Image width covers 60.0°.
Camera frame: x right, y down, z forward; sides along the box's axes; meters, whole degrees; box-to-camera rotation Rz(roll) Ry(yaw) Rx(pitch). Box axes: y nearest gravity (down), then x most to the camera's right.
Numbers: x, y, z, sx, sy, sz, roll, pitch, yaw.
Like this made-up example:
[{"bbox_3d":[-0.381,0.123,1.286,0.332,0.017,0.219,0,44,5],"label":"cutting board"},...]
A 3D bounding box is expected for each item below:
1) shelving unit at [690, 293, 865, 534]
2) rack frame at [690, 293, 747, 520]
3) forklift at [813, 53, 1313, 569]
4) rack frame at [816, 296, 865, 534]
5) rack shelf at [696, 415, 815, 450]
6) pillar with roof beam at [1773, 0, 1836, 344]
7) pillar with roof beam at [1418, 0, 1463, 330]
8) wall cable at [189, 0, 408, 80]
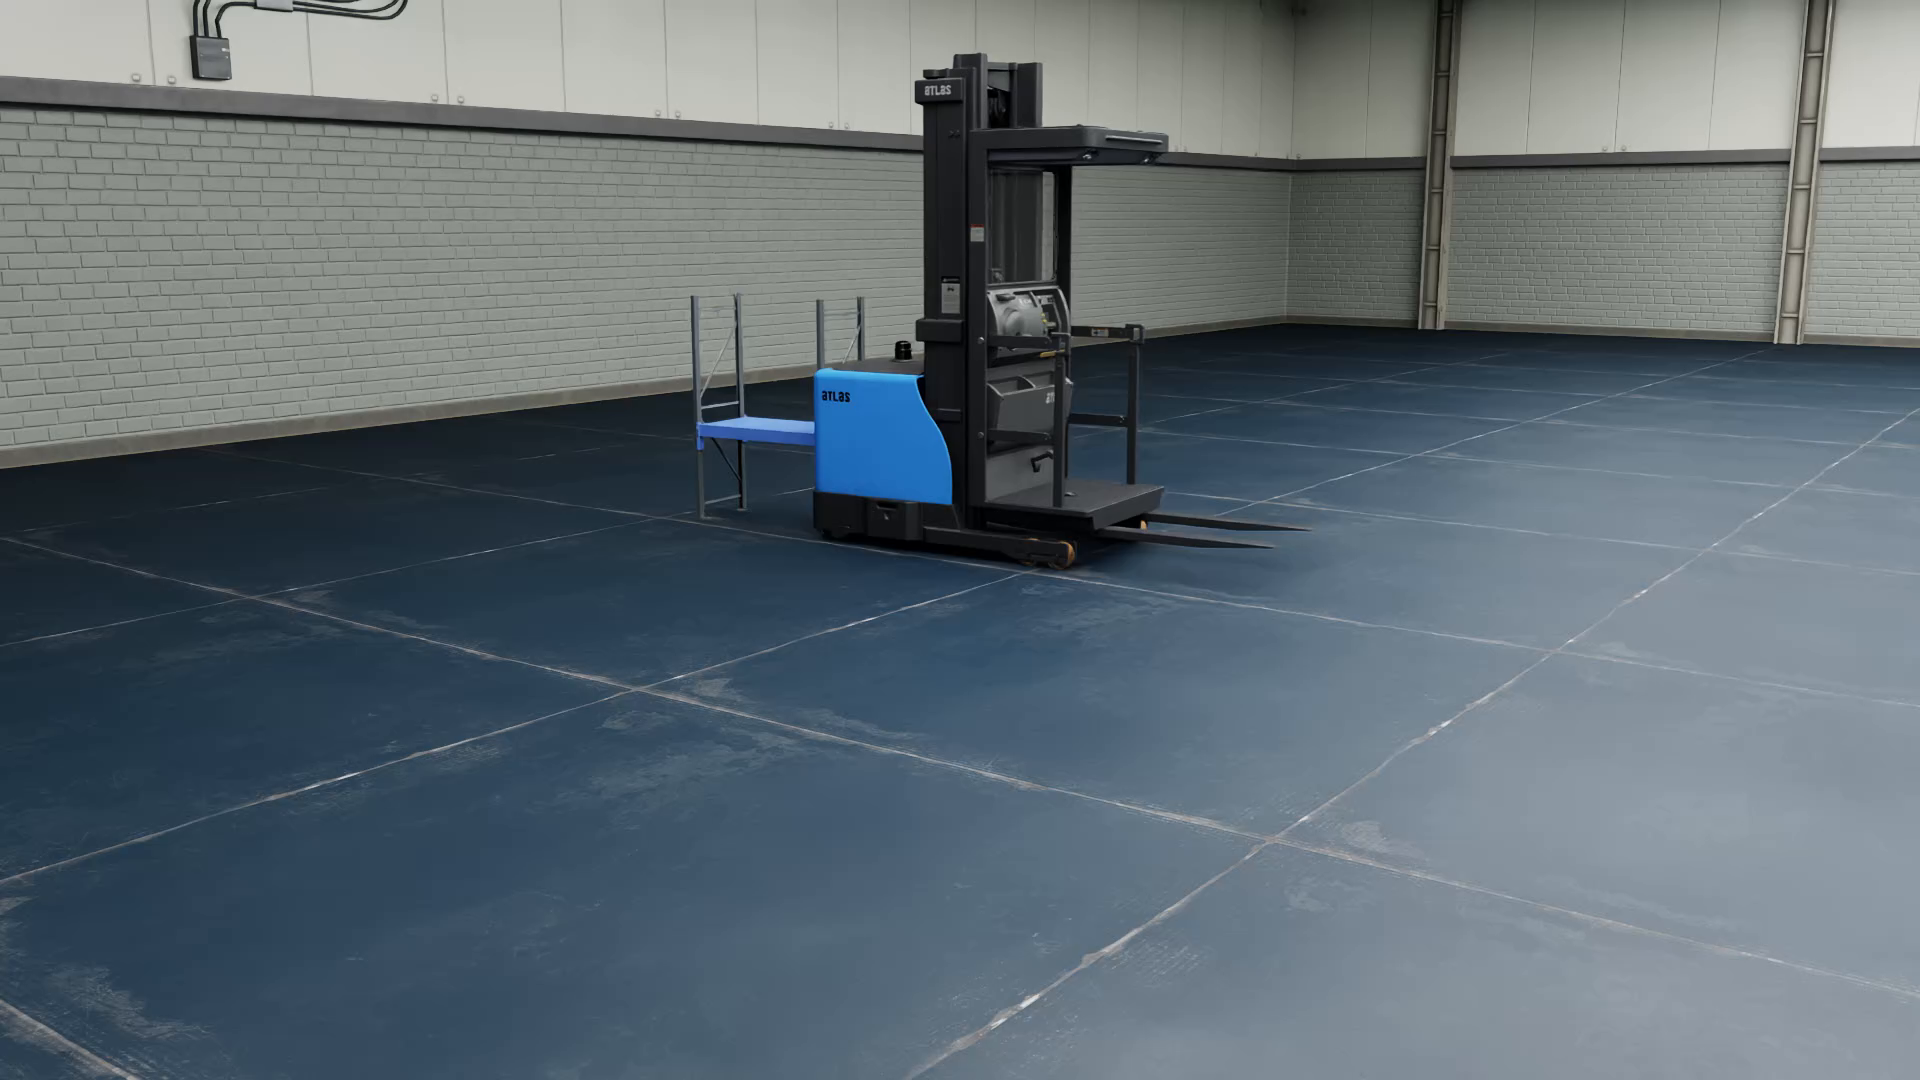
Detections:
[{"bbox_3d":[-1.201,-0.864,11.049,1.048,1.500,0.538,6,13,30],"label":"shelving unit"},{"bbox_3d":[-1.637,-0.914,11.306,0.032,1.500,0.500,6,13,30],"label":"rack frame"},{"bbox_3d":[0.597,-1.383,9.962,3.031,2.935,1.130,6,13,30],"label":"forklift"},{"bbox_3d":[-0.764,-0.815,10.793,0.032,1.500,0.500,6,13,30],"label":"rack frame"},{"bbox_3d":[-1.201,-0.688,11.083,1.000,0.185,0.538,6,13,30],"label":"rack shelf"},{"bbox_3d":[10.960,-6.968,22.854,0.400,9.000,9.100,8,13,36],"label":"pillar with roof beam"},{"bbox_3d":[6.124,-7.642,26.341,0.400,9.000,9.100,8,13,36],"label":"pillar with roof beam"},{"bbox_3d":[-5.933,-7.134,14.759,0.169,6.003,2.305,8,13,36],"label":"wall cable"}]
